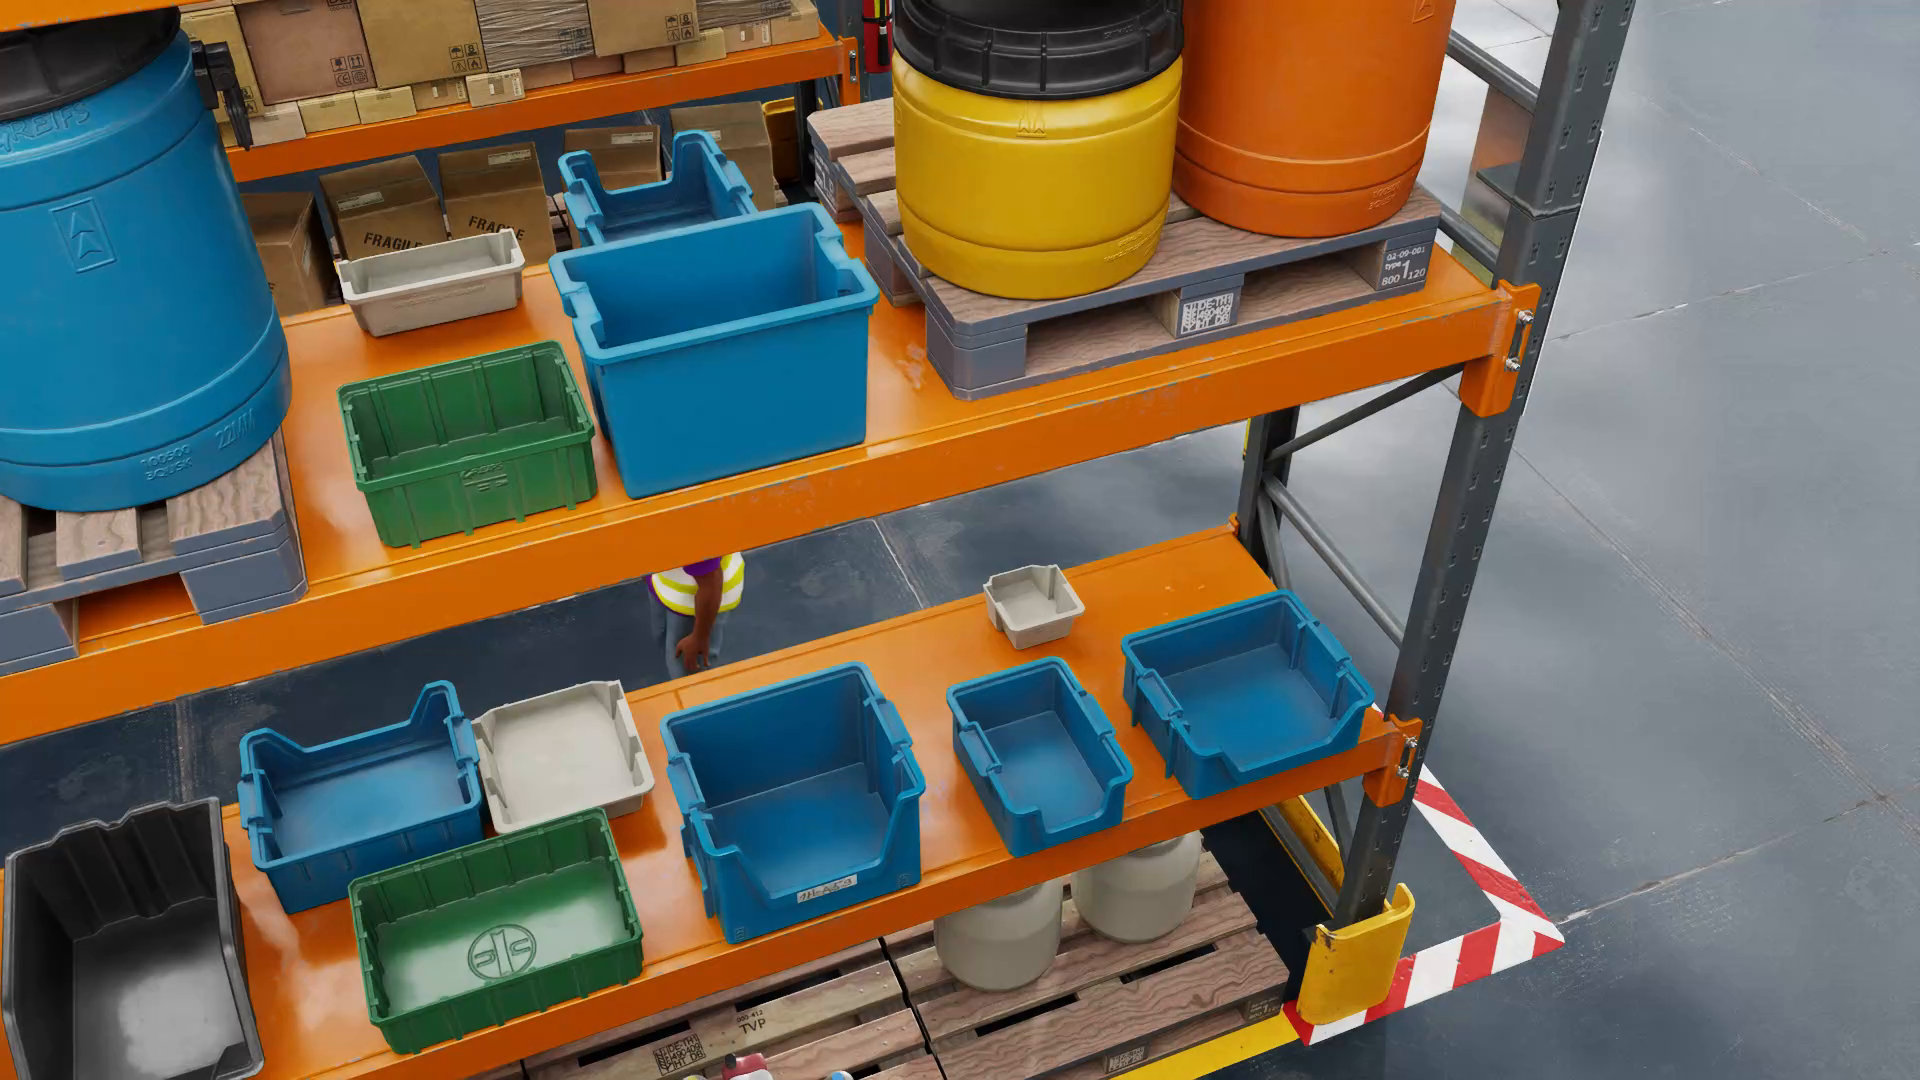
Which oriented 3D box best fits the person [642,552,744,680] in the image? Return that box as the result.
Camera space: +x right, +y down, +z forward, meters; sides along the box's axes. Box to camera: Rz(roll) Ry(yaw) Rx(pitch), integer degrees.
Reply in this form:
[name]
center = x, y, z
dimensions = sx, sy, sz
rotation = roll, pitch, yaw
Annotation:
[person]
center = -1.014, 0.166, 5.957
dimensions = 0.458, 1.761, 0.638
rotation = -17, 44, -18
